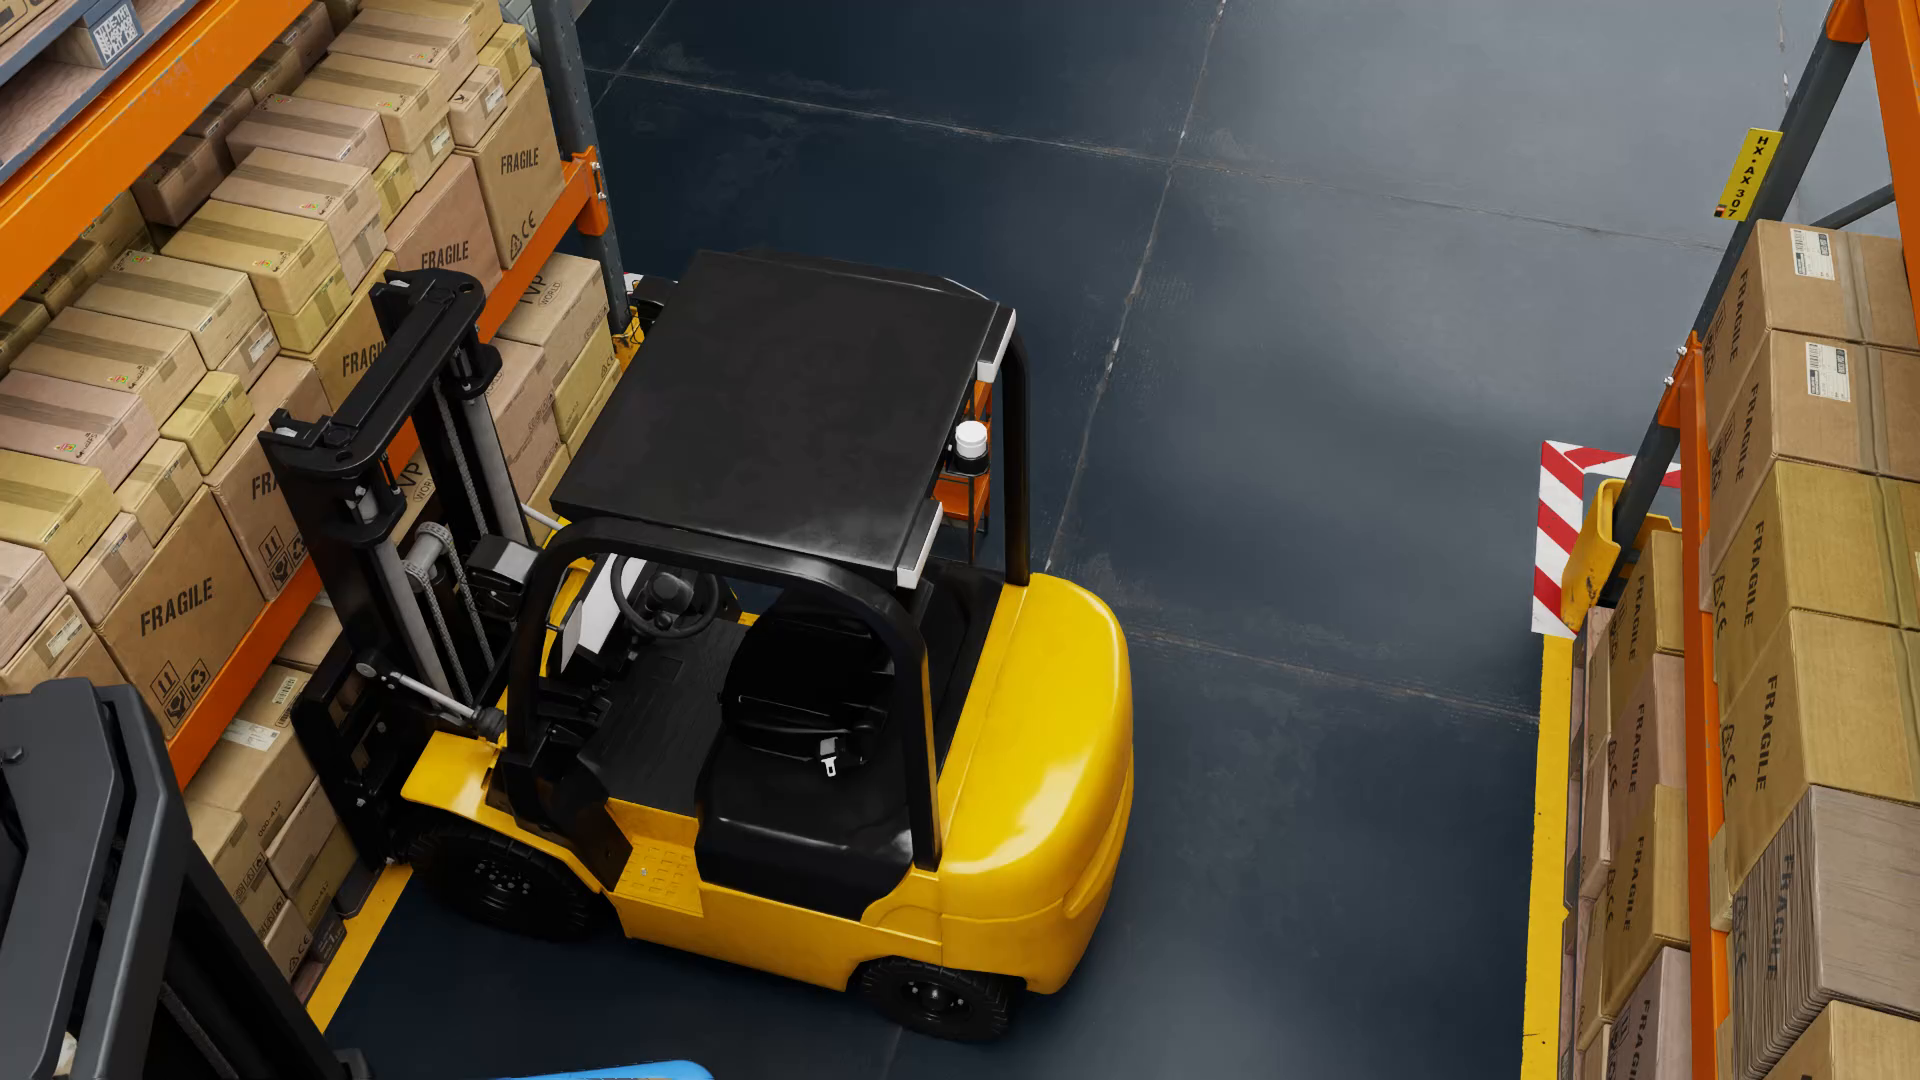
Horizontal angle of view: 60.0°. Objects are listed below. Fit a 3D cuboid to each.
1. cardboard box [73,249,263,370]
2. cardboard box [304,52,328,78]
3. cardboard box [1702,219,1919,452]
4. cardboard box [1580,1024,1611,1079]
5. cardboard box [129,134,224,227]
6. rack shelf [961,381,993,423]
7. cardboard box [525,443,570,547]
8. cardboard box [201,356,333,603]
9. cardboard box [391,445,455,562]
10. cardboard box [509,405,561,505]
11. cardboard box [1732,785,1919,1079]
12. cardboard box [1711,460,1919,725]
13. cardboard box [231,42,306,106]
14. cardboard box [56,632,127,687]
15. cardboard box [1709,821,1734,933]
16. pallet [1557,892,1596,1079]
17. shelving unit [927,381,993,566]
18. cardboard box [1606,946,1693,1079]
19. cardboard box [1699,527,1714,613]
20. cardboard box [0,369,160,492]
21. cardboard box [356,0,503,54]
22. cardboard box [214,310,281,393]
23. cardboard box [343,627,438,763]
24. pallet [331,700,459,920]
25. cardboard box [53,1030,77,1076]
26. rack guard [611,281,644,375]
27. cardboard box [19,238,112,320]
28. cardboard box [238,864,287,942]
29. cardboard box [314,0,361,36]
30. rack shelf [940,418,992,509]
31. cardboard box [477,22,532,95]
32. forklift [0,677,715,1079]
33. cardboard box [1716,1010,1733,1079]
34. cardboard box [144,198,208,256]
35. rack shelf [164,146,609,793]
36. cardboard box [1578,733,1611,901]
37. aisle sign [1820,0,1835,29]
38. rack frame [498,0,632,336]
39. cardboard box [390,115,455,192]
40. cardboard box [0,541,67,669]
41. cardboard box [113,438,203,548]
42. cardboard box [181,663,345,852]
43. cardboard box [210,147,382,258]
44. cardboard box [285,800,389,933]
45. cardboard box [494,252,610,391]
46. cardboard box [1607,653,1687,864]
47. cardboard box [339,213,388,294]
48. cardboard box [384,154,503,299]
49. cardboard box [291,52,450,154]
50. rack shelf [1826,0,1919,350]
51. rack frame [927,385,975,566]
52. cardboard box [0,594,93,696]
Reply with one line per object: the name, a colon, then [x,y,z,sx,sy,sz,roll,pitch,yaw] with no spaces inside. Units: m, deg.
cardboard box: [-2.150,-0.629,4.526,0.380,0.149,0.250,12,50,11]
cardboard box: [-2.205,-1.557,5.543,0.380,0.149,0.250,12,50,10]
cardboard box: [2.536,-0.561,4.898,0.500,0.500,0.500,11,49,9]
cardboard box: [2.041,1.712,4.711,0.500,0.250,0.500,12,50,11]
cardboard box: [-2.438,-1.092,4.934,0.380,0.149,0.250,13,50,11]
rack shelf: [-0.014,-0.489,6.036,0.215,0.259,0.240,12,50,10]
cardboard box: [-1.820,-0.163,6.366,0.500,0.250,0.500,12,50,10]
cardboard box: [-2.139,-0.210,4.786,0.500,0.500,0.500,12,50,10]
cardboard box: [-1.934,-0.122,5.663,0.500,0.250,0.500,12,50,11]
cardboard box: [-1.830,-0.314,6.166,0.500,0.250,0.500,11,50,10]
cardboard box: [2.014,0.924,3.588,0.500,0.500,0.500,13,50,11]
cardboard box: [2.270,0.183,4.242,0.500,0.500,0.500,11,49,9]
cardboard box: [-2.313,-1.463,5.262,0.380,0.149,0.250,12,50,11]
cardboard box: [-2.424,0.516,4.146,0.500,0.500,0.500,12,50,11]
cardboard box: [2.059,0.858,4.078,0.380,0.149,0.250,12,50,10]
pallet: [2.337,1.721,5.010,1.003,0.211,1.213,12,50,10]
shelving unit: [-0.014,-0.309,6.241,0.215,1.050,0.252,12,50,10]
cardboard box: [2.038,1.480,4.416,0.500,0.500,0.500,14,50,12]
cardboard box: [2.327,0.106,4.742,0.380,0.149,0.250,12,50,11]
cardboard box: [-2.281,-0.267,4.206,0.380,0.149,0.250,11,50,10]
cardboard box: [-1.752,-1.740,5.506,0.380,0.149,0.250,12,50,10]
cardboard box: [-2.149,-0.540,4.646,0.380,0.149,0.250,11,50,10]
cardboard box: [-2.081,0.424,5.514,0.500,0.250,0.500,11,50,10]
pallet: [-2.345,0.670,5.937,1.003,0.211,1.213,12,50,10]
cardboard box: [-2.484,1.351,4.363,0.500,0.250,0.500,11,49,9]
rack guard: [-1.855,-0.884,7.116,1.175,0.500,0.348,12,50,10]
cardboard box: [-2.591,-0.727,4.612,0.380,0.149,0.250,12,50,10]
cardboard box: [-2.358,1.151,4.873,0.500,0.250,0.500,11,50,10]
cardboard box: [-2.156,-1.840,5.594,0.380,0.149,0.250,11,49,9]
rack shelf: [-0.014,-0.302,6.249,0.215,0.259,0.240,12,50,10]
cardboard box: [-1.682,-1.636,5.613,0.380,0.149,0.250,12,50,11]
forklift: [-2.035,1.518,3.374,3.031,2.935,1.130,-5,49,-5]
cardboard box: [1.930,1.231,3.750,0.380,0.149,0.250,11,49,9]
cardboard box: [-2.540,-1.027,5.075,0.380,0.149,0.250,12,50,10]
rack shelf: [-2.388,-0.010,5.156,1.077,0.370,4.000,12,50,10]
cardboard box: [2.308,0.950,5.384,0.500,0.250,0.500,13,50,11]
aisle sign: [2.646,-1.684,4.420,0.394,0.787,0.004,12,50,10]
rack frame: [-1.861,-1.694,6.164,1.000,3.000,0.127,12,50,10]
cardboard box: [-1.848,-1.270,5.289,0.380,0.149,0.250,12,50,11]
cardboard box: [-2.337,0.122,3.863,0.380,0.149,0.250,13,50,11]
cardboard box: [-2.212,-0.148,4.299,0.380,0.149,0.250,10,49,9]
cardboard box: [-2.220,0.621,5.007,0.500,0.250,0.500,13,50,11]
cardboard box: [-1.929,-0.985,4.840,0.380,0.149,0.250,13,50,11]
cardboard box: [-2.229,0.940,5.392,0.500,0.250,0.500,12,50,11]
cardboard box: [-1.682,-0.860,6.314,0.500,0.250,0.500,13,50,11]
cardboard box: [2.310,0.731,5.077,0.500,0.500,0.500,10,49,9]
cardboard box: [-1.949,-0.890,4.954,0.380,0.149,0.250,10,49,9]
cardboard box: [-1.883,-0.946,5.437,0.500,0.500,0.500,13,50,11]
cardboard box: [-1.830,-1.361,5.171,0.380,0.149,0.250,13,50,11]
rack shelf: [2.402,-0.025,3.170,1.077,0.370,4.000,12,50,10]
rack frame: [-0.046,-0.220,6.163,0.200,1.050,0.008,12,50,10]
cardboard box: [-2.332,0.227,3.968,0.380,0.149,0.250,13,50,11]
